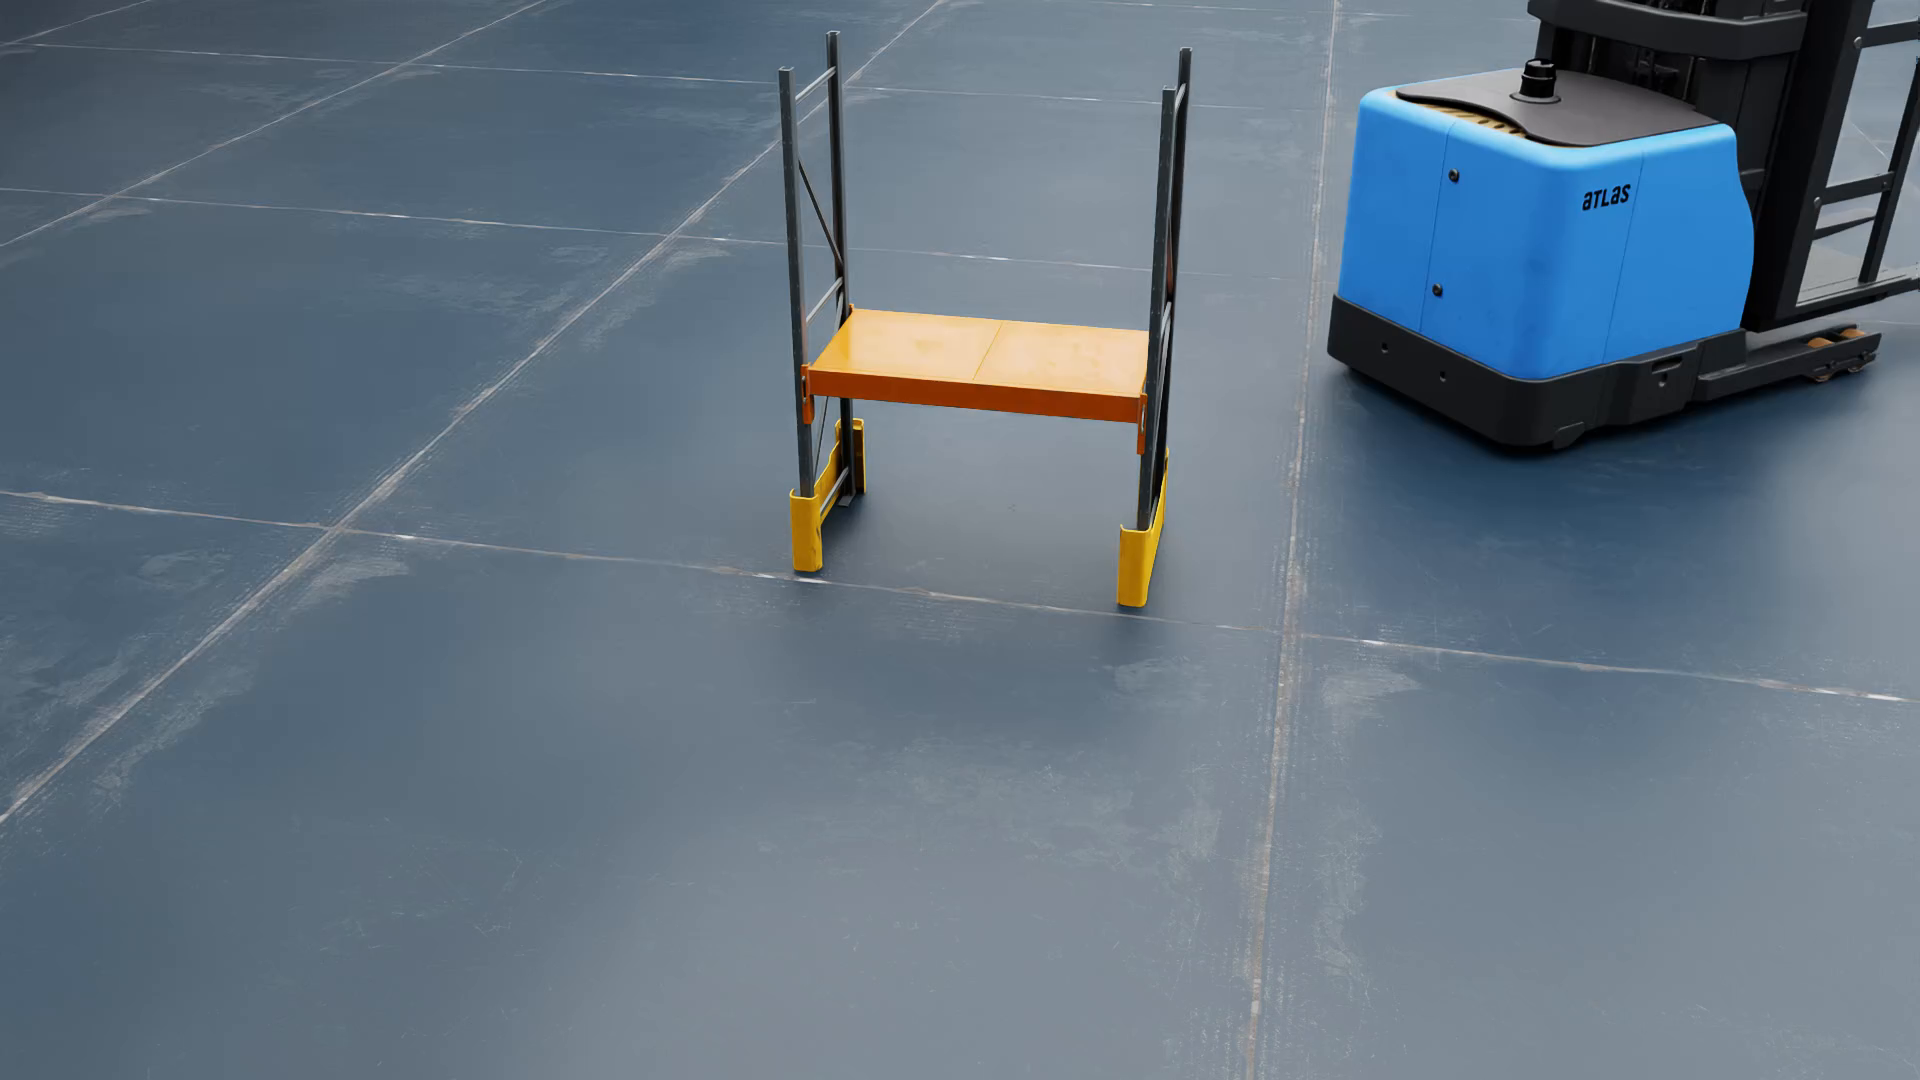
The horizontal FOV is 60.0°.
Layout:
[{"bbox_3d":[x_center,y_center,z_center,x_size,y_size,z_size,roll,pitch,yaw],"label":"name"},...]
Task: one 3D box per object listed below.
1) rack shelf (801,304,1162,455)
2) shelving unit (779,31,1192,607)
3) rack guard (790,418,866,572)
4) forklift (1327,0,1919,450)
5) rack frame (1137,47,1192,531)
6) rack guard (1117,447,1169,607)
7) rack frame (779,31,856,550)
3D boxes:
[{"bbox_3d":[0.083,-0.492,4.961,1.000,0.185,0.538,6,29,11],"label":"rack shelf"},{"bbox_3d":[0.075,-0.650,4.876,1.083,1.500,0.587,6,29,11],"label":"shelving unit"},{"bbox_3d":[-0.412,-0.152,5.267,0.087,0.250,0.587,6,29,11],"label":"rack guard"},{"bbox_3d":[2.960,-2.095,6.024,3.031,2.935,1.130,-15,32,-25],"label":"forklift"},{"bbox_3d":[0.581,-0.598,4.781,0.032,1.500,0.500,6,29,11],"label":"rack frame"},{"bbox_3d":[0.562,-0.052,5.085,0.087,0.250,0.587,6,29,11],"label":"rack guard"},{"bbox_3d":[-0.414,-0.700,4.967,0.032,1.500,0.500,6,29,11],"label":"rack frame"}]
